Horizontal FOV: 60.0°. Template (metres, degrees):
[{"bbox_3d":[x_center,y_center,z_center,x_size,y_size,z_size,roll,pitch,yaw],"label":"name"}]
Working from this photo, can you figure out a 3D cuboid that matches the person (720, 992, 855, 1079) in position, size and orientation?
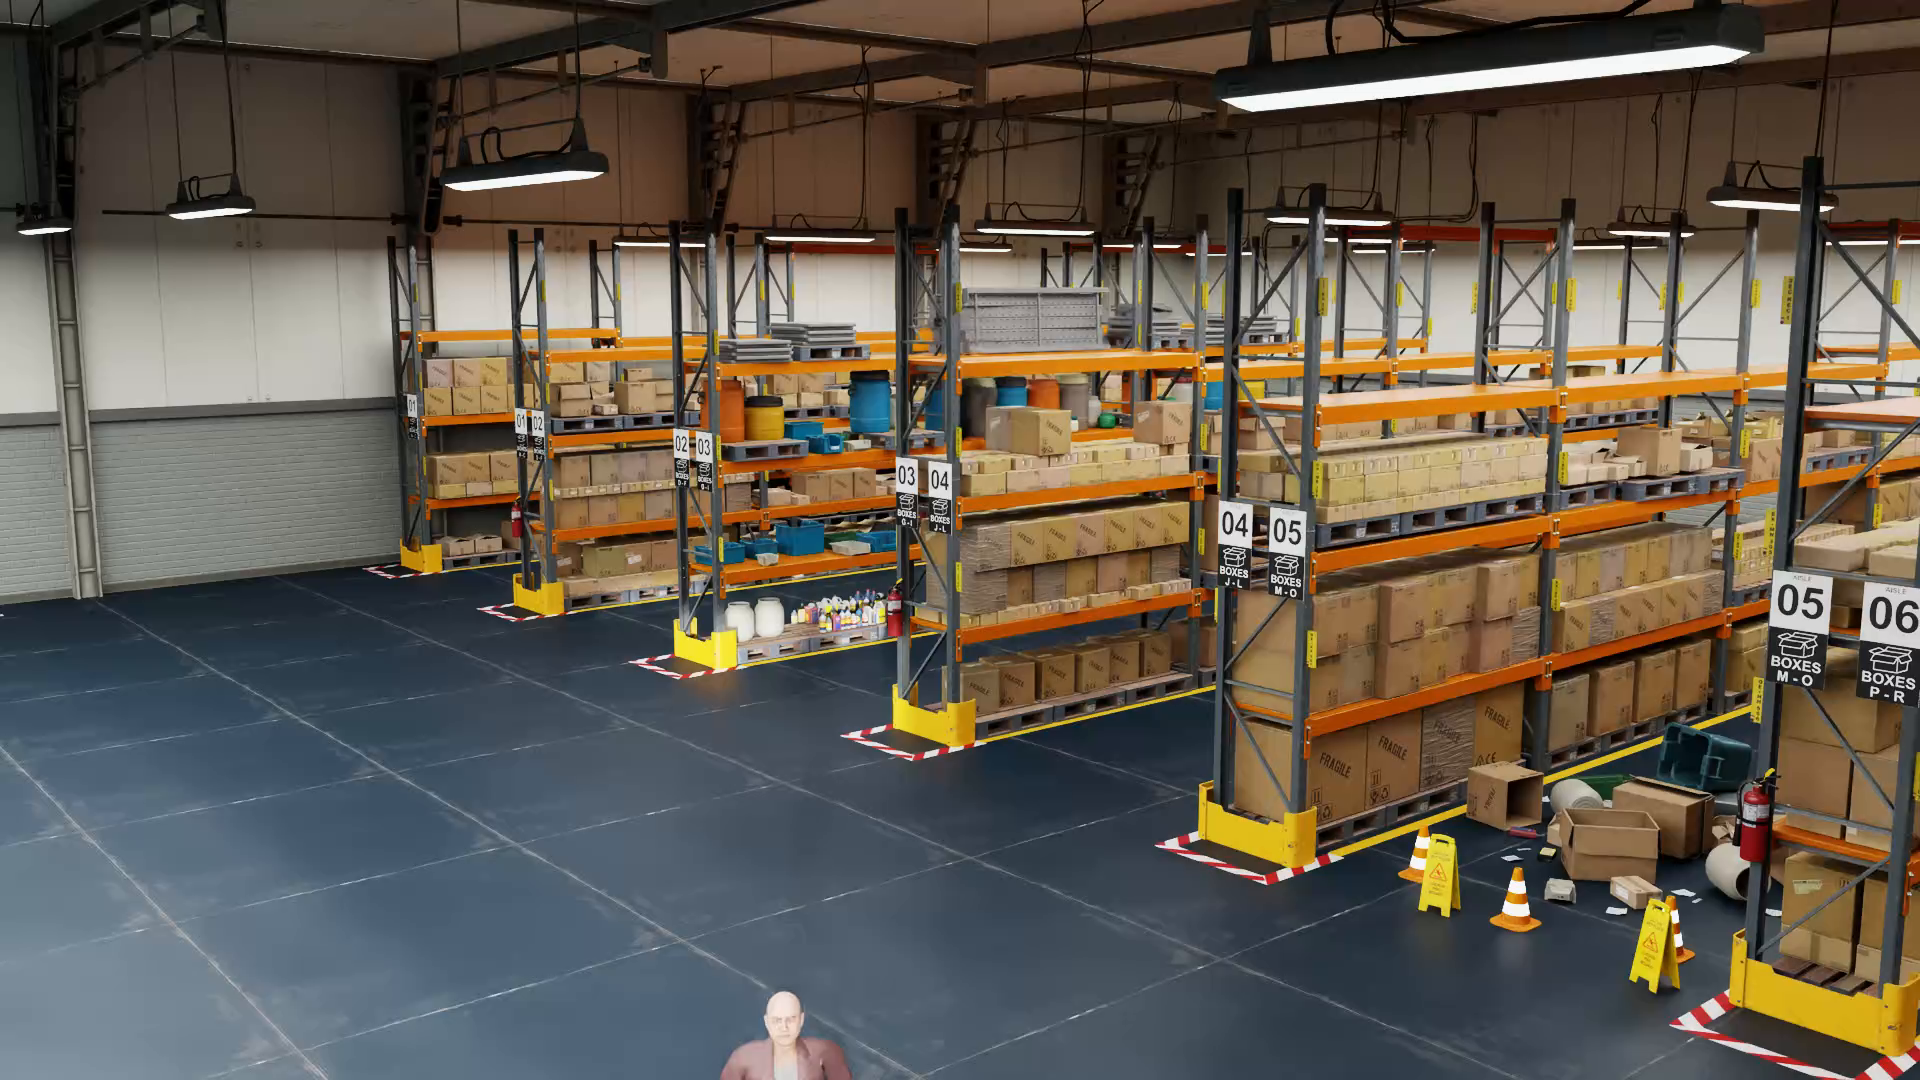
[{"bbox_3d":[-0.856,3.069,8.242,0.711,1.743,0.756,-1,9,-8],"label":"person"}]

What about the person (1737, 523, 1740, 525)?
[{"bbox_3d":[11.606,0.555,24.897,0.850,1.657,0.588,-6,11,-35],"label":"person"}]
